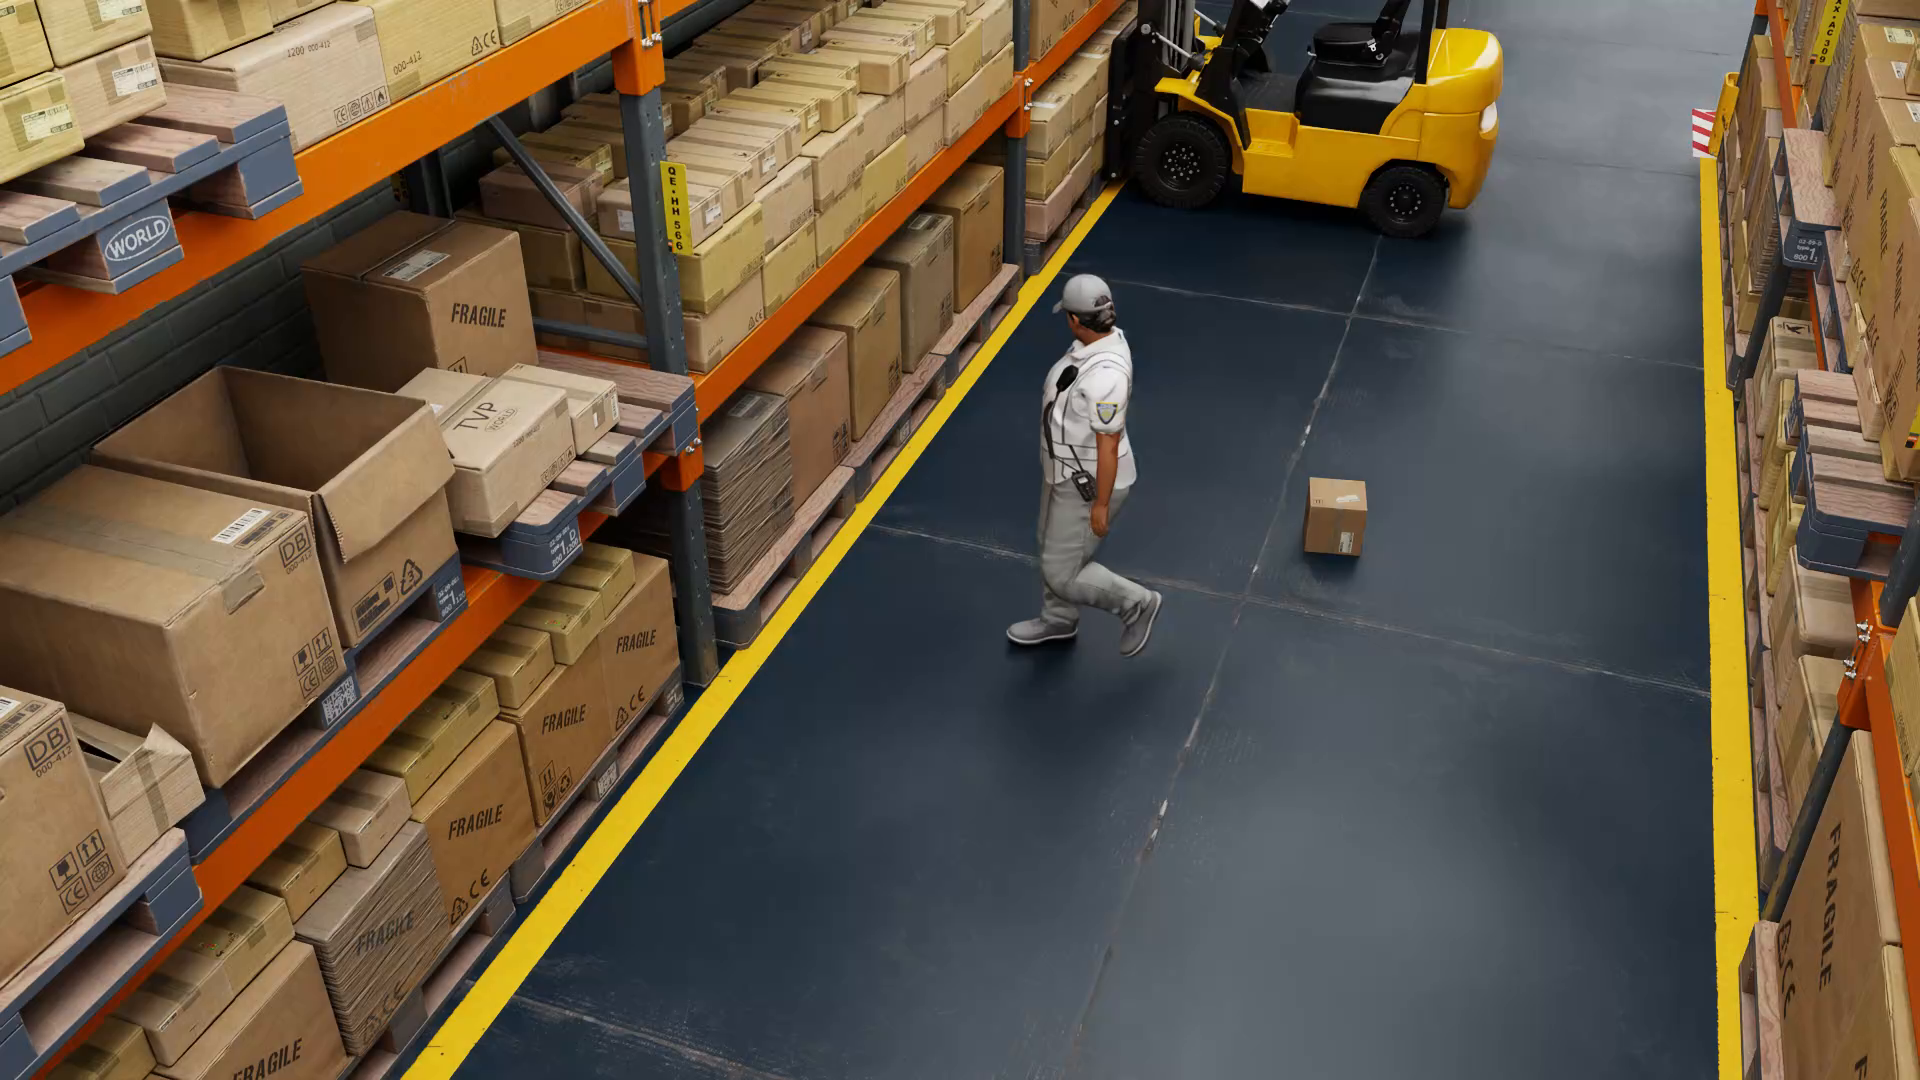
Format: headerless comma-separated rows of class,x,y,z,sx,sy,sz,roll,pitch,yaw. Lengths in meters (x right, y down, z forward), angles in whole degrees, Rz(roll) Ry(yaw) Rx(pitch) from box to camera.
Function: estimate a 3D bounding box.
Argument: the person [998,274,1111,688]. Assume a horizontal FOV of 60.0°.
person,0.364,-0.235,6.499,0.424,1.709,0.528,-3,34,-4
